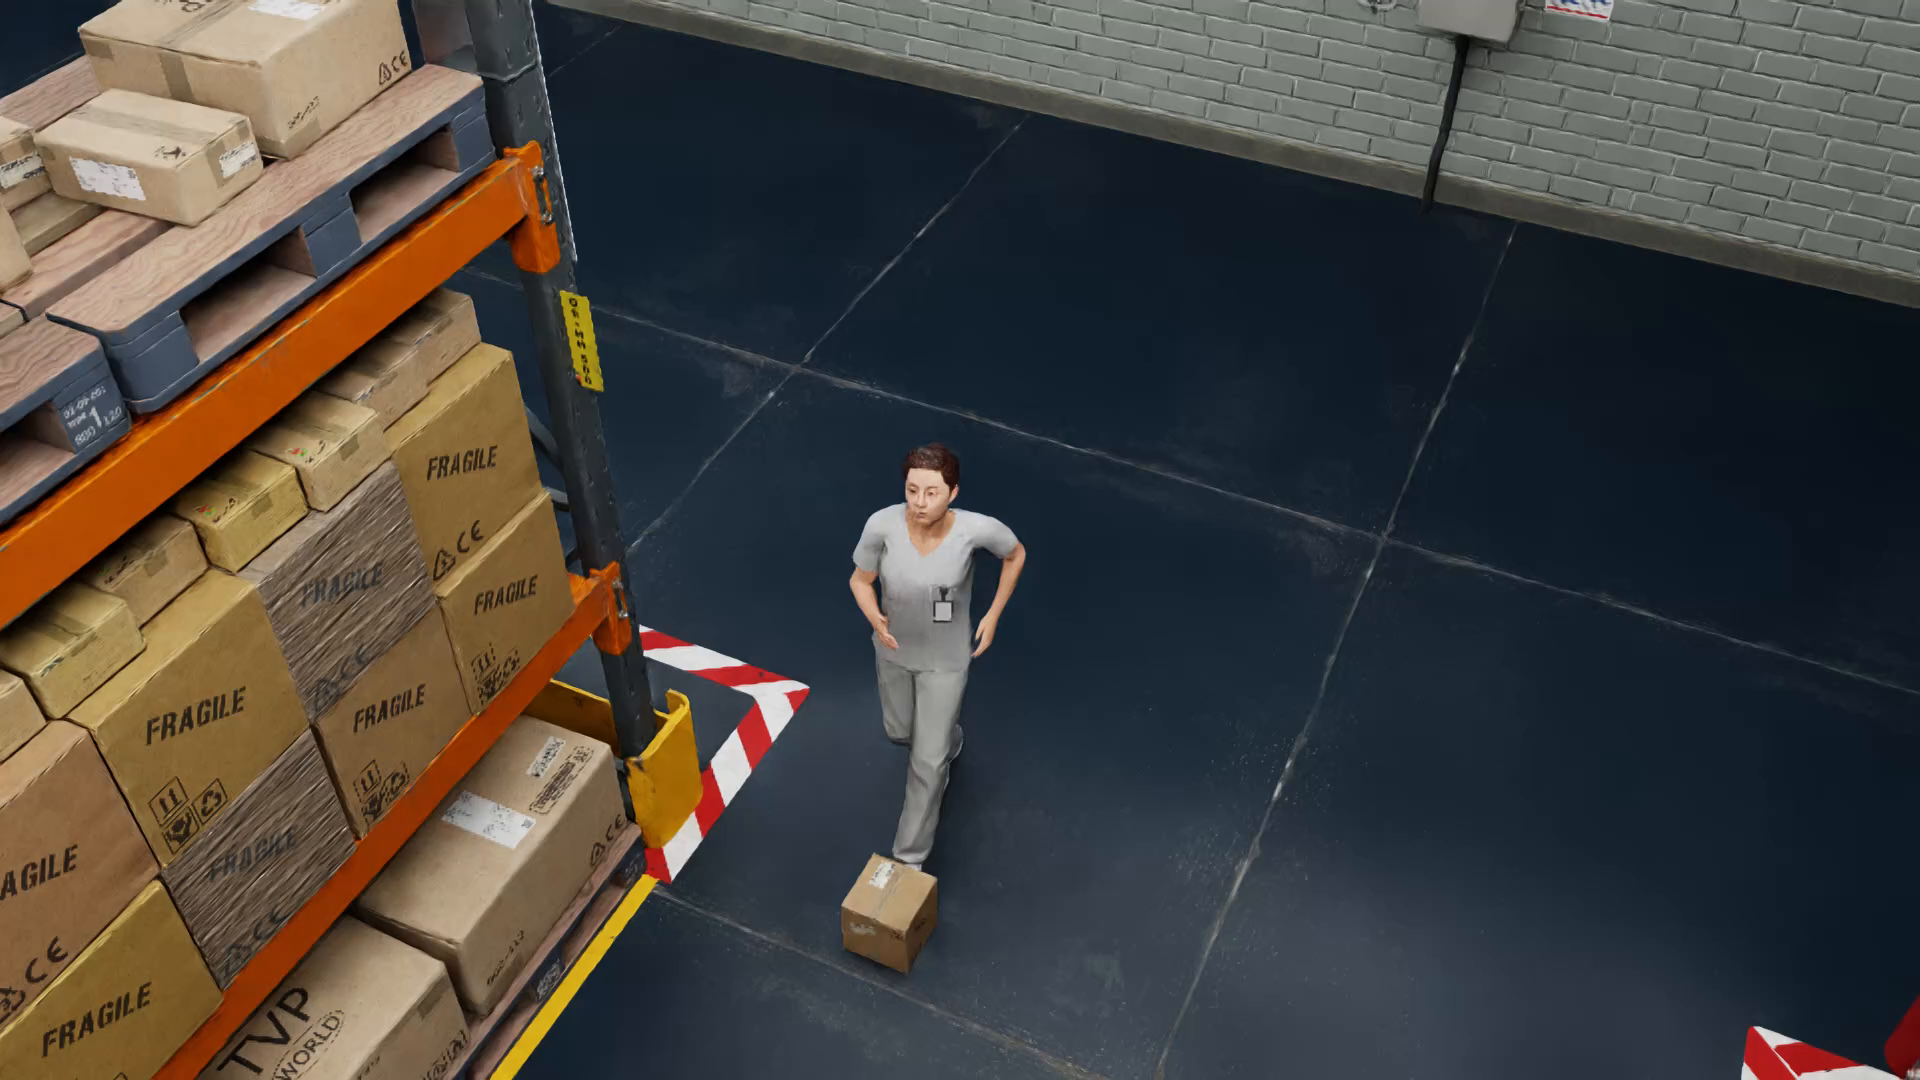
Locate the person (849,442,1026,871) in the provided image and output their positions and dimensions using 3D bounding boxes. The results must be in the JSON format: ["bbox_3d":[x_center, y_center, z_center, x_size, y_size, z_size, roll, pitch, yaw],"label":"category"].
[{"bbox_3d":[-0.151,0.457,5.679,0.527,1.660,0.792,15,44,16],"label":"person"}]
